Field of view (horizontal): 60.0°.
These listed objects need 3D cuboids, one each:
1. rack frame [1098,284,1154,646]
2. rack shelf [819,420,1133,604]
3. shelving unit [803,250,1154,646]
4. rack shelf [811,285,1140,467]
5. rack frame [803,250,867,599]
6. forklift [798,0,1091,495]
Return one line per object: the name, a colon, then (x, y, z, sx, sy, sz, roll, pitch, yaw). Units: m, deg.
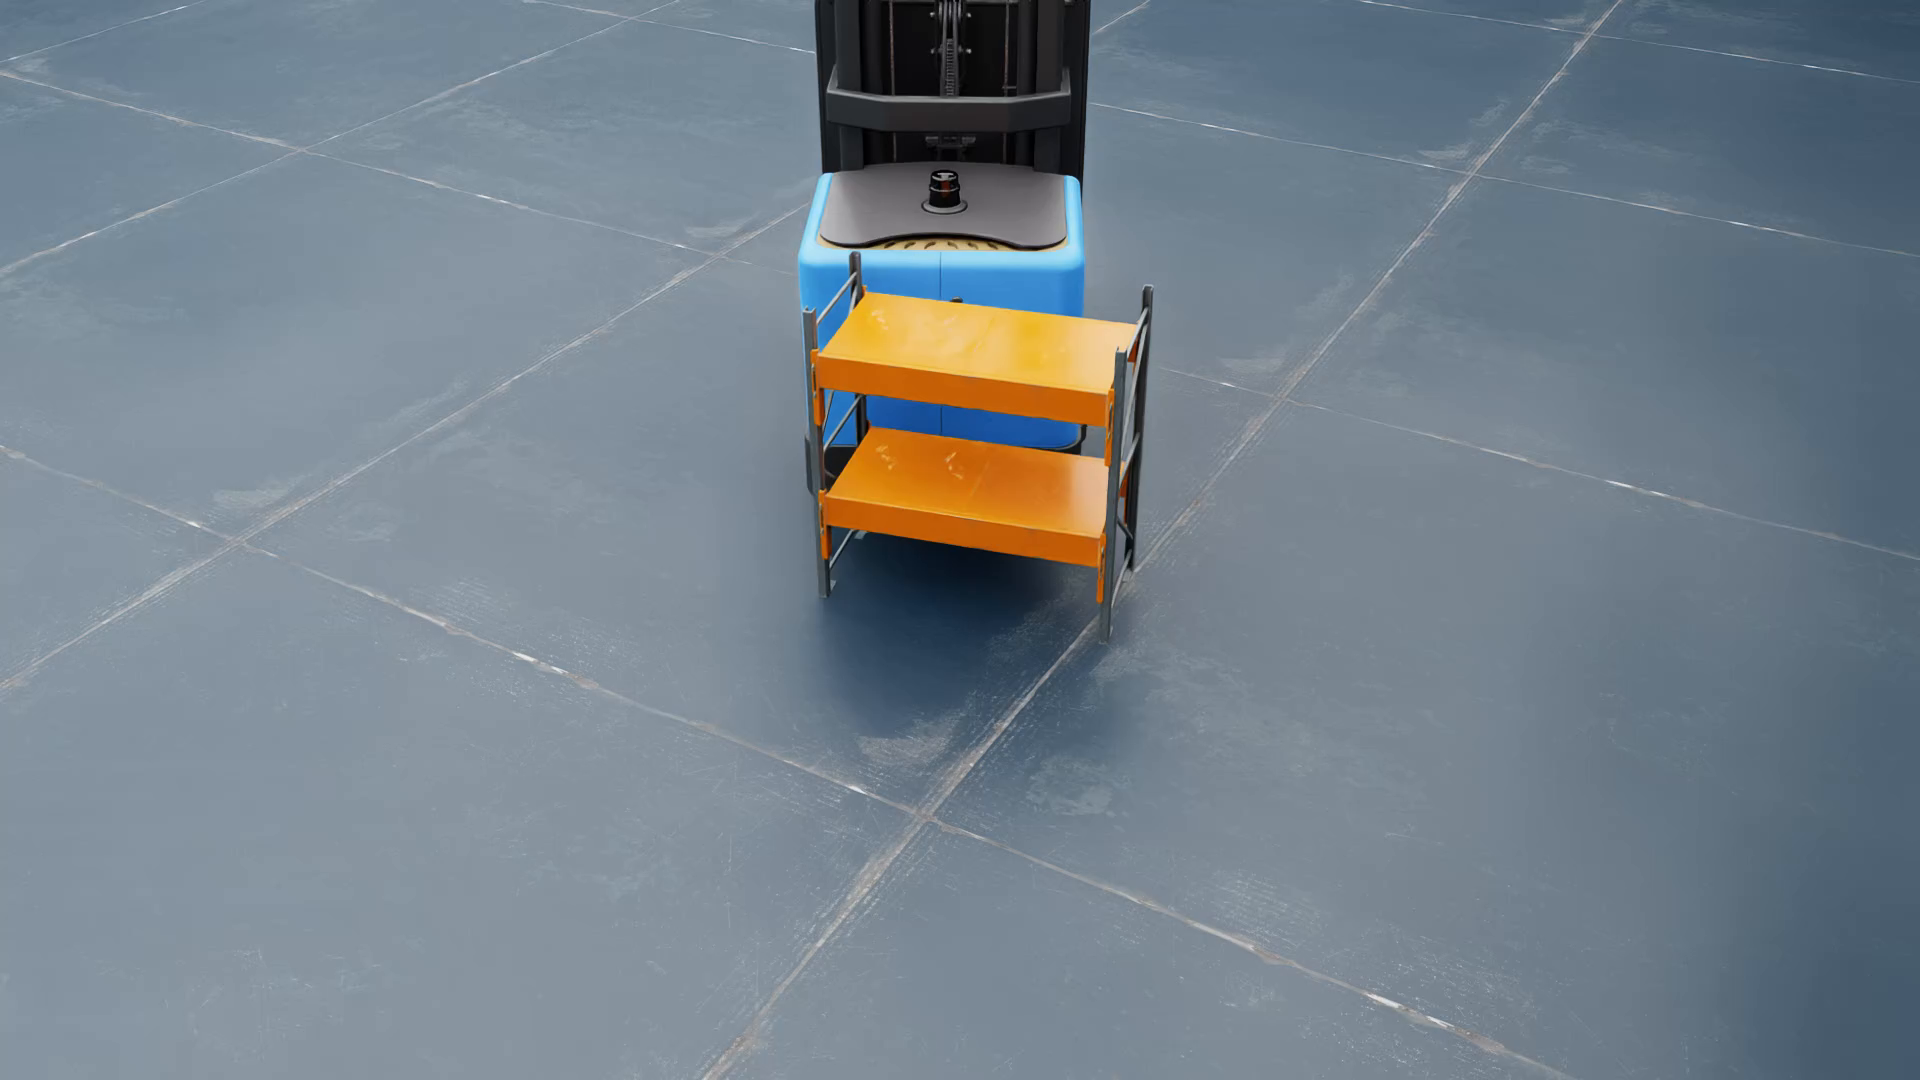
rack frame: (0.557, -0.240, 5.595, 0.032, 1.125, 0.500, 9, 35, 13)
rack shelf: (0.068, -0.112, 5.845, 1.000, 0.278, 0.538, 9, 35, 13)
shelving unit: (0.068, -0.316, 5.710, 1.048, 1.125, 0.538, 9, 35, 13)
rack shelf: (0.068, -0.560, 5.547, 1.000, 0.278, 0.538, 9, 35, 13)
rack frame: (-0.422, -0.392, 5.824, 0.032, 1.125, 0.500, 9, 35, 13)
forklift: (-0.021, -2.142, 6.823, 1.130, 2.935, 3.031, 1, 34, 1)
